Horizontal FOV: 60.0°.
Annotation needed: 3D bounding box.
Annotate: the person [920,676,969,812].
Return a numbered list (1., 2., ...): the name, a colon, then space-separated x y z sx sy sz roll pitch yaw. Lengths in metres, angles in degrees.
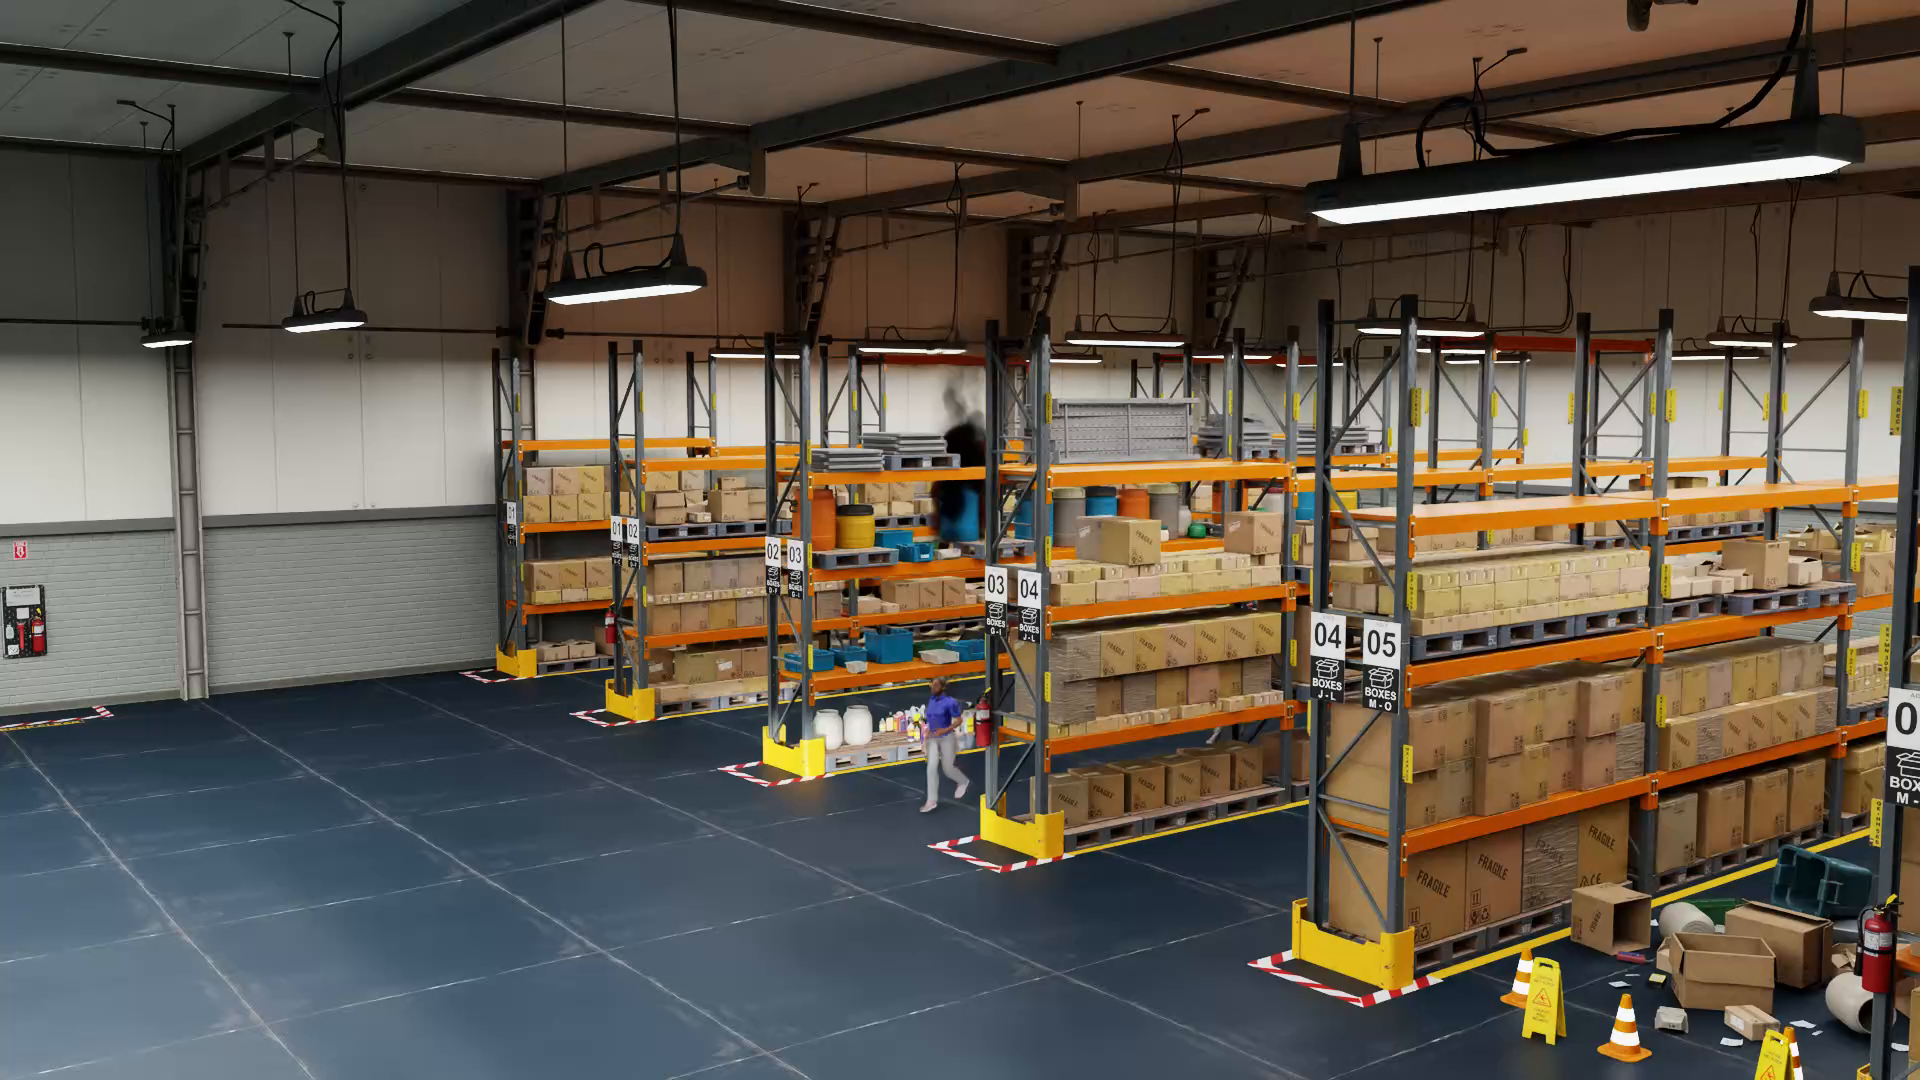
1. person: -0.188 2.512 20.669 0.573 1.641 0.859 4 6 37

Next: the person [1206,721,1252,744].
1. person: 3.979 2.142 24.542 0.860 1.694 0.610 -4 6 -37
